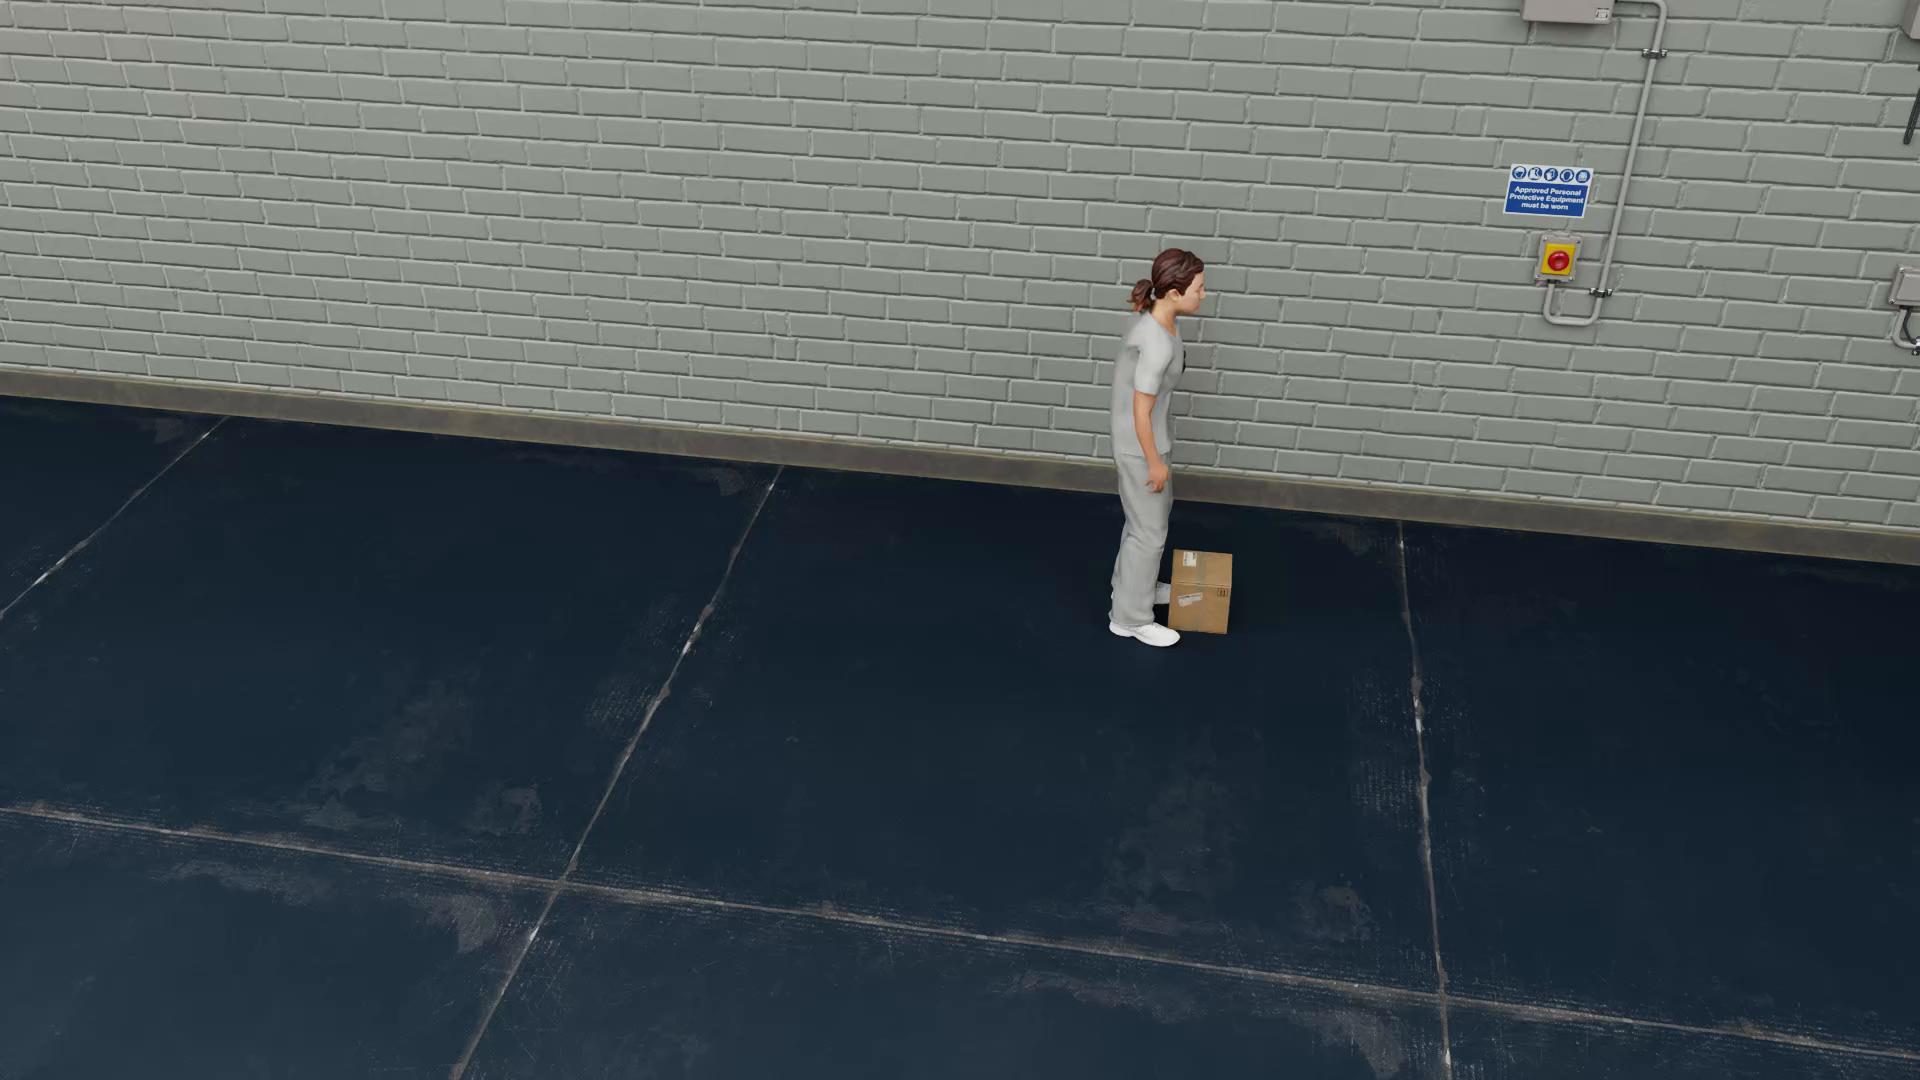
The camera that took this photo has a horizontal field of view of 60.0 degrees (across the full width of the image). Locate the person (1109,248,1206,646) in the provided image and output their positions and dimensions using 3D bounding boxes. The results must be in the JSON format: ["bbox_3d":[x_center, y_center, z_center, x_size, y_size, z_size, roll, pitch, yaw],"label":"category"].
[{"bbox_3d":[0.782,-0.390,6.750,0.359,1.673,0.488,5,33,9],"label":"person"}]
